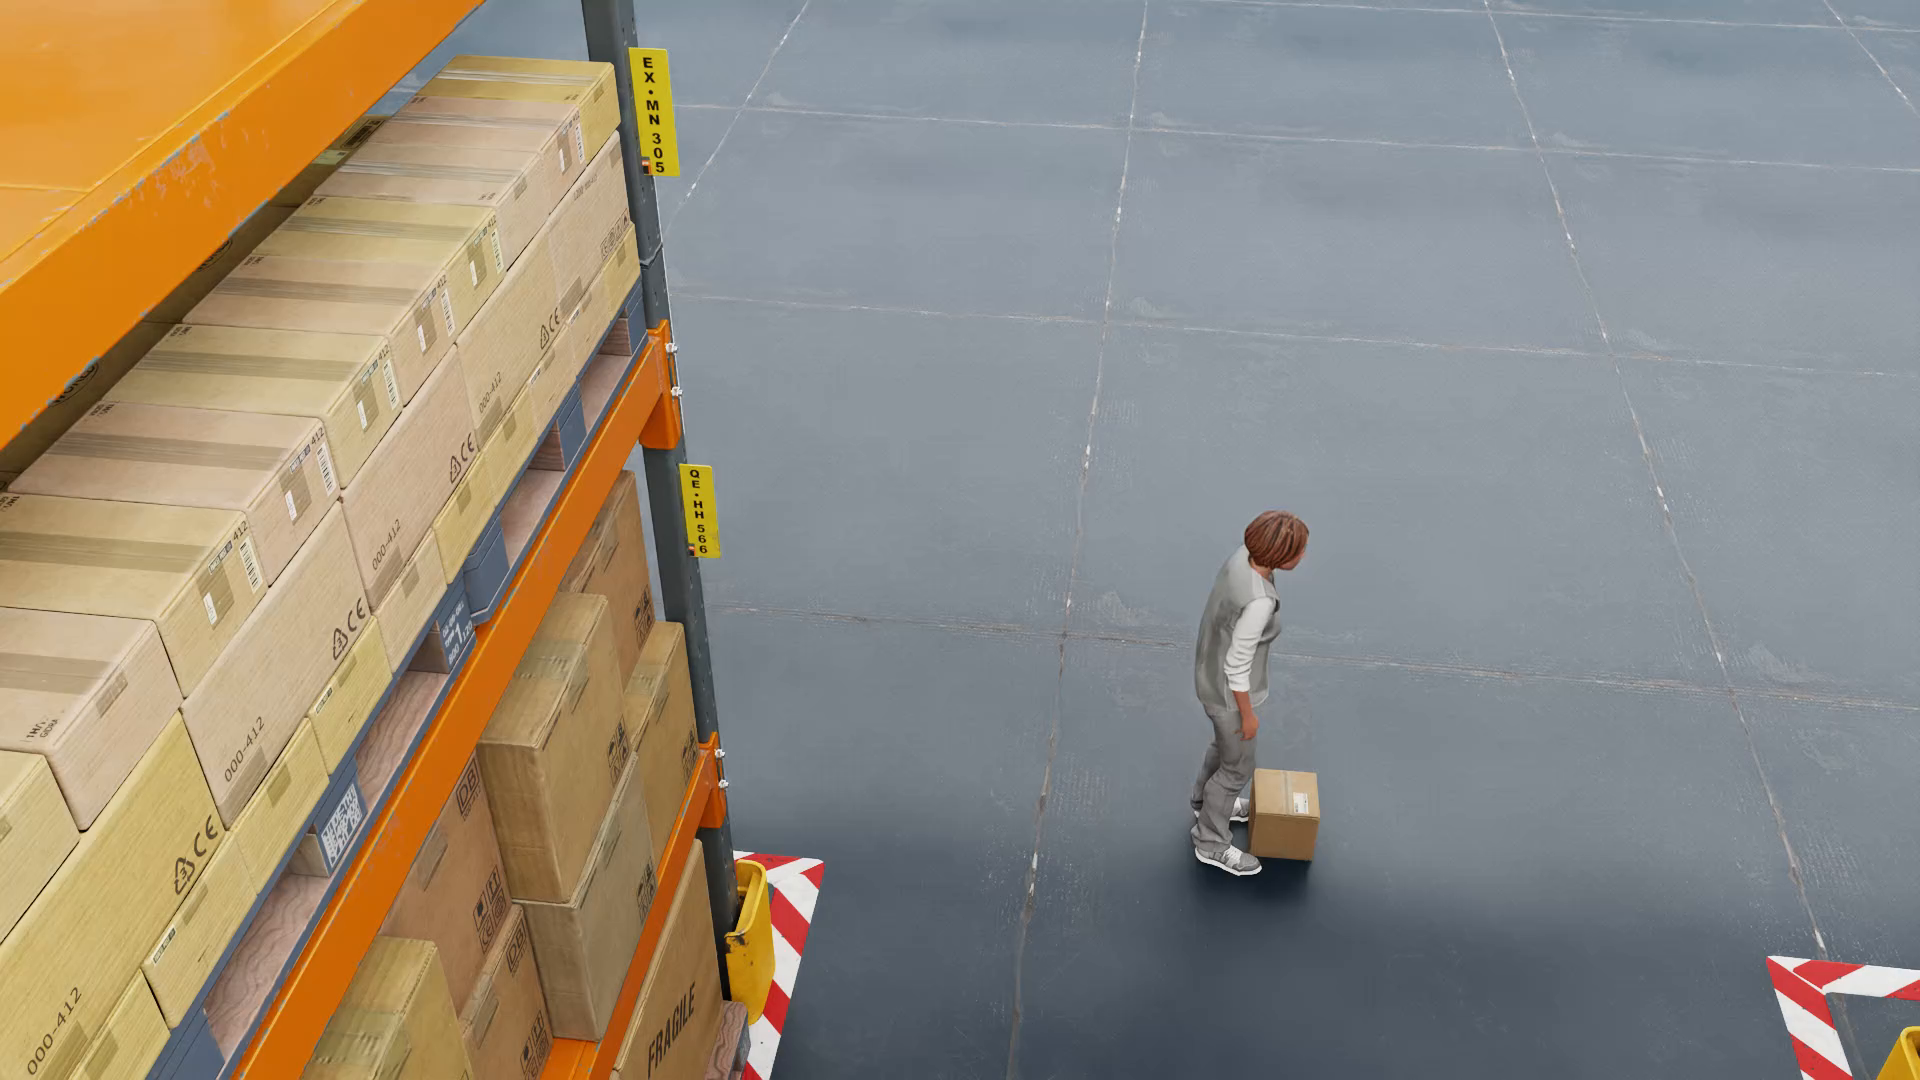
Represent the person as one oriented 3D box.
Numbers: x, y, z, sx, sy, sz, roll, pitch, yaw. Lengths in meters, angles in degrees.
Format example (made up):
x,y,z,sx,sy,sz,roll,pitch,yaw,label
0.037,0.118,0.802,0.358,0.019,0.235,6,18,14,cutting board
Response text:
x,y,z,sx,sy,sz,roll,pitch,yaw,label
1.061,0.553,6.302,0.348,1.592,0.465,4,37,6,person
